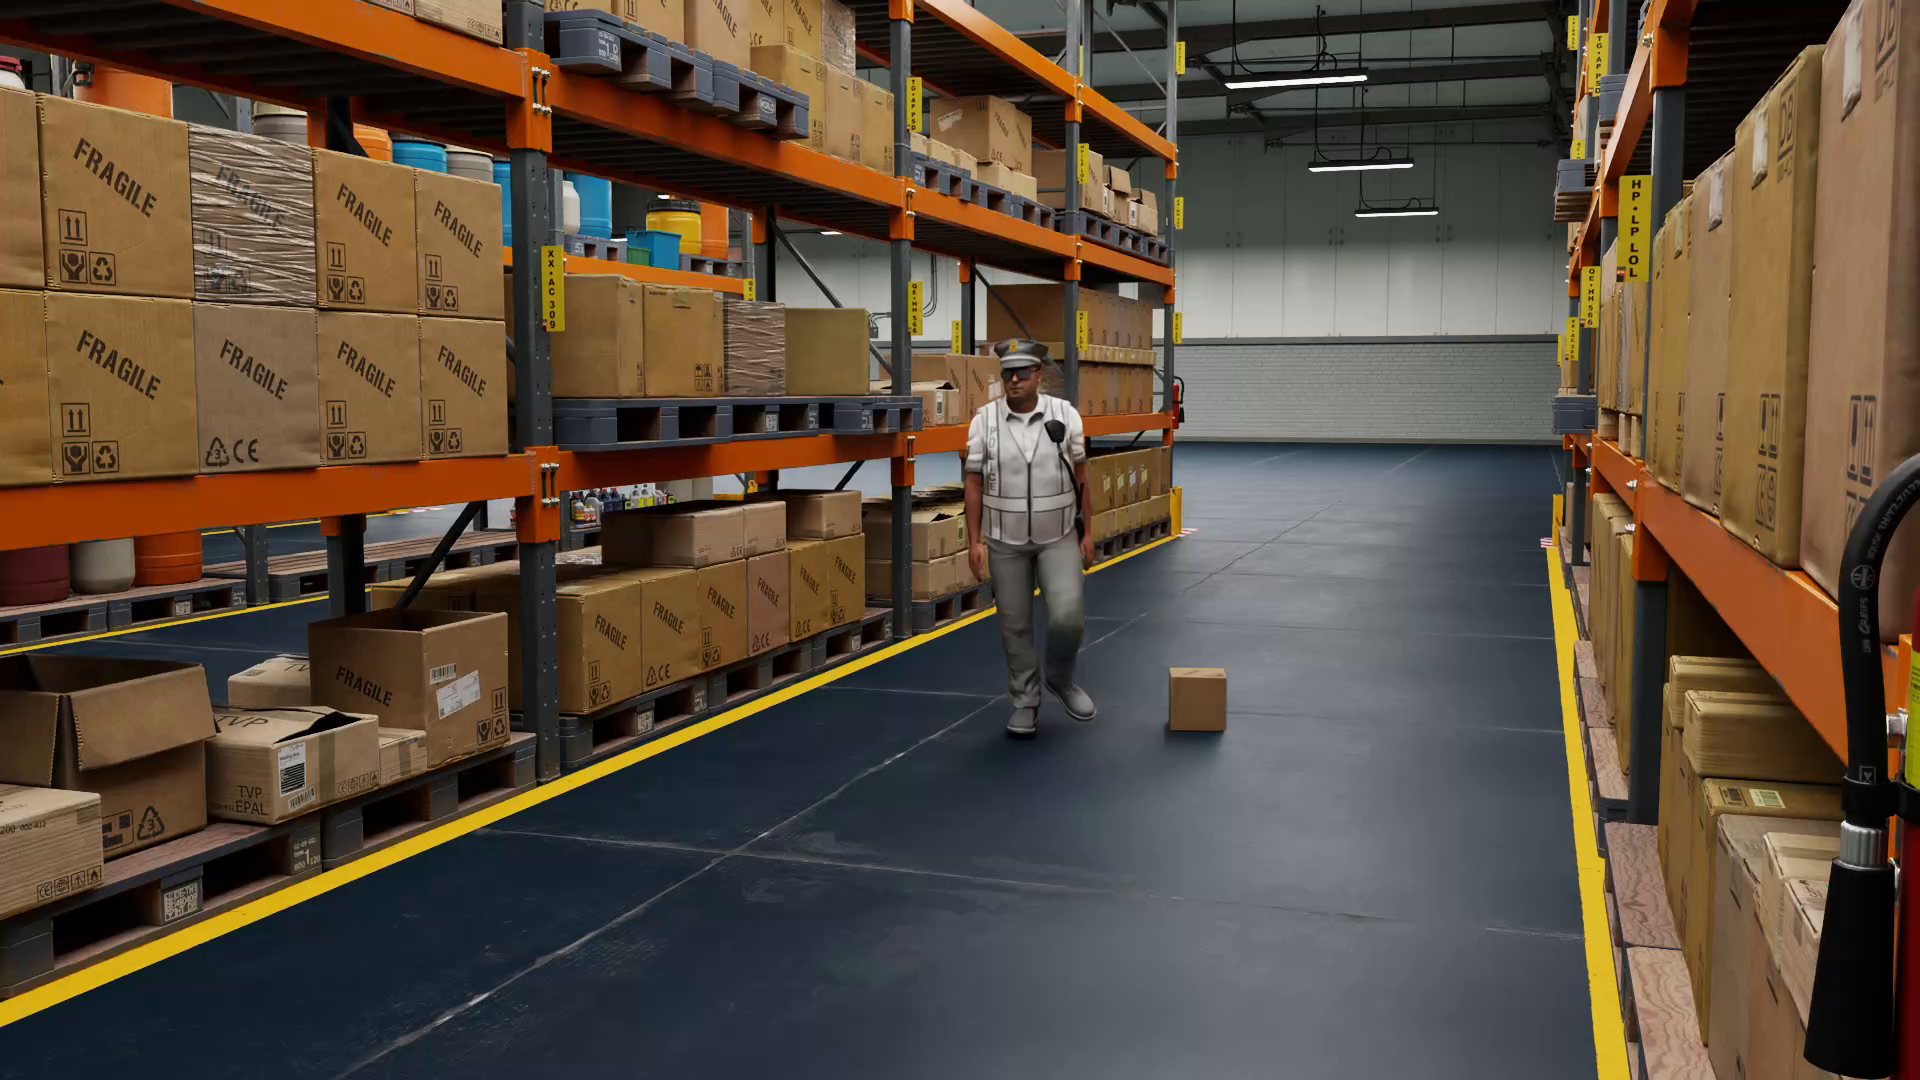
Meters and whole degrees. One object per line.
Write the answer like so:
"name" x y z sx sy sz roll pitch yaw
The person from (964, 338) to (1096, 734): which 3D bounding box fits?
"person" 0.315 -0.012 7.400 0.591 1.752 0.484 0 5 5
